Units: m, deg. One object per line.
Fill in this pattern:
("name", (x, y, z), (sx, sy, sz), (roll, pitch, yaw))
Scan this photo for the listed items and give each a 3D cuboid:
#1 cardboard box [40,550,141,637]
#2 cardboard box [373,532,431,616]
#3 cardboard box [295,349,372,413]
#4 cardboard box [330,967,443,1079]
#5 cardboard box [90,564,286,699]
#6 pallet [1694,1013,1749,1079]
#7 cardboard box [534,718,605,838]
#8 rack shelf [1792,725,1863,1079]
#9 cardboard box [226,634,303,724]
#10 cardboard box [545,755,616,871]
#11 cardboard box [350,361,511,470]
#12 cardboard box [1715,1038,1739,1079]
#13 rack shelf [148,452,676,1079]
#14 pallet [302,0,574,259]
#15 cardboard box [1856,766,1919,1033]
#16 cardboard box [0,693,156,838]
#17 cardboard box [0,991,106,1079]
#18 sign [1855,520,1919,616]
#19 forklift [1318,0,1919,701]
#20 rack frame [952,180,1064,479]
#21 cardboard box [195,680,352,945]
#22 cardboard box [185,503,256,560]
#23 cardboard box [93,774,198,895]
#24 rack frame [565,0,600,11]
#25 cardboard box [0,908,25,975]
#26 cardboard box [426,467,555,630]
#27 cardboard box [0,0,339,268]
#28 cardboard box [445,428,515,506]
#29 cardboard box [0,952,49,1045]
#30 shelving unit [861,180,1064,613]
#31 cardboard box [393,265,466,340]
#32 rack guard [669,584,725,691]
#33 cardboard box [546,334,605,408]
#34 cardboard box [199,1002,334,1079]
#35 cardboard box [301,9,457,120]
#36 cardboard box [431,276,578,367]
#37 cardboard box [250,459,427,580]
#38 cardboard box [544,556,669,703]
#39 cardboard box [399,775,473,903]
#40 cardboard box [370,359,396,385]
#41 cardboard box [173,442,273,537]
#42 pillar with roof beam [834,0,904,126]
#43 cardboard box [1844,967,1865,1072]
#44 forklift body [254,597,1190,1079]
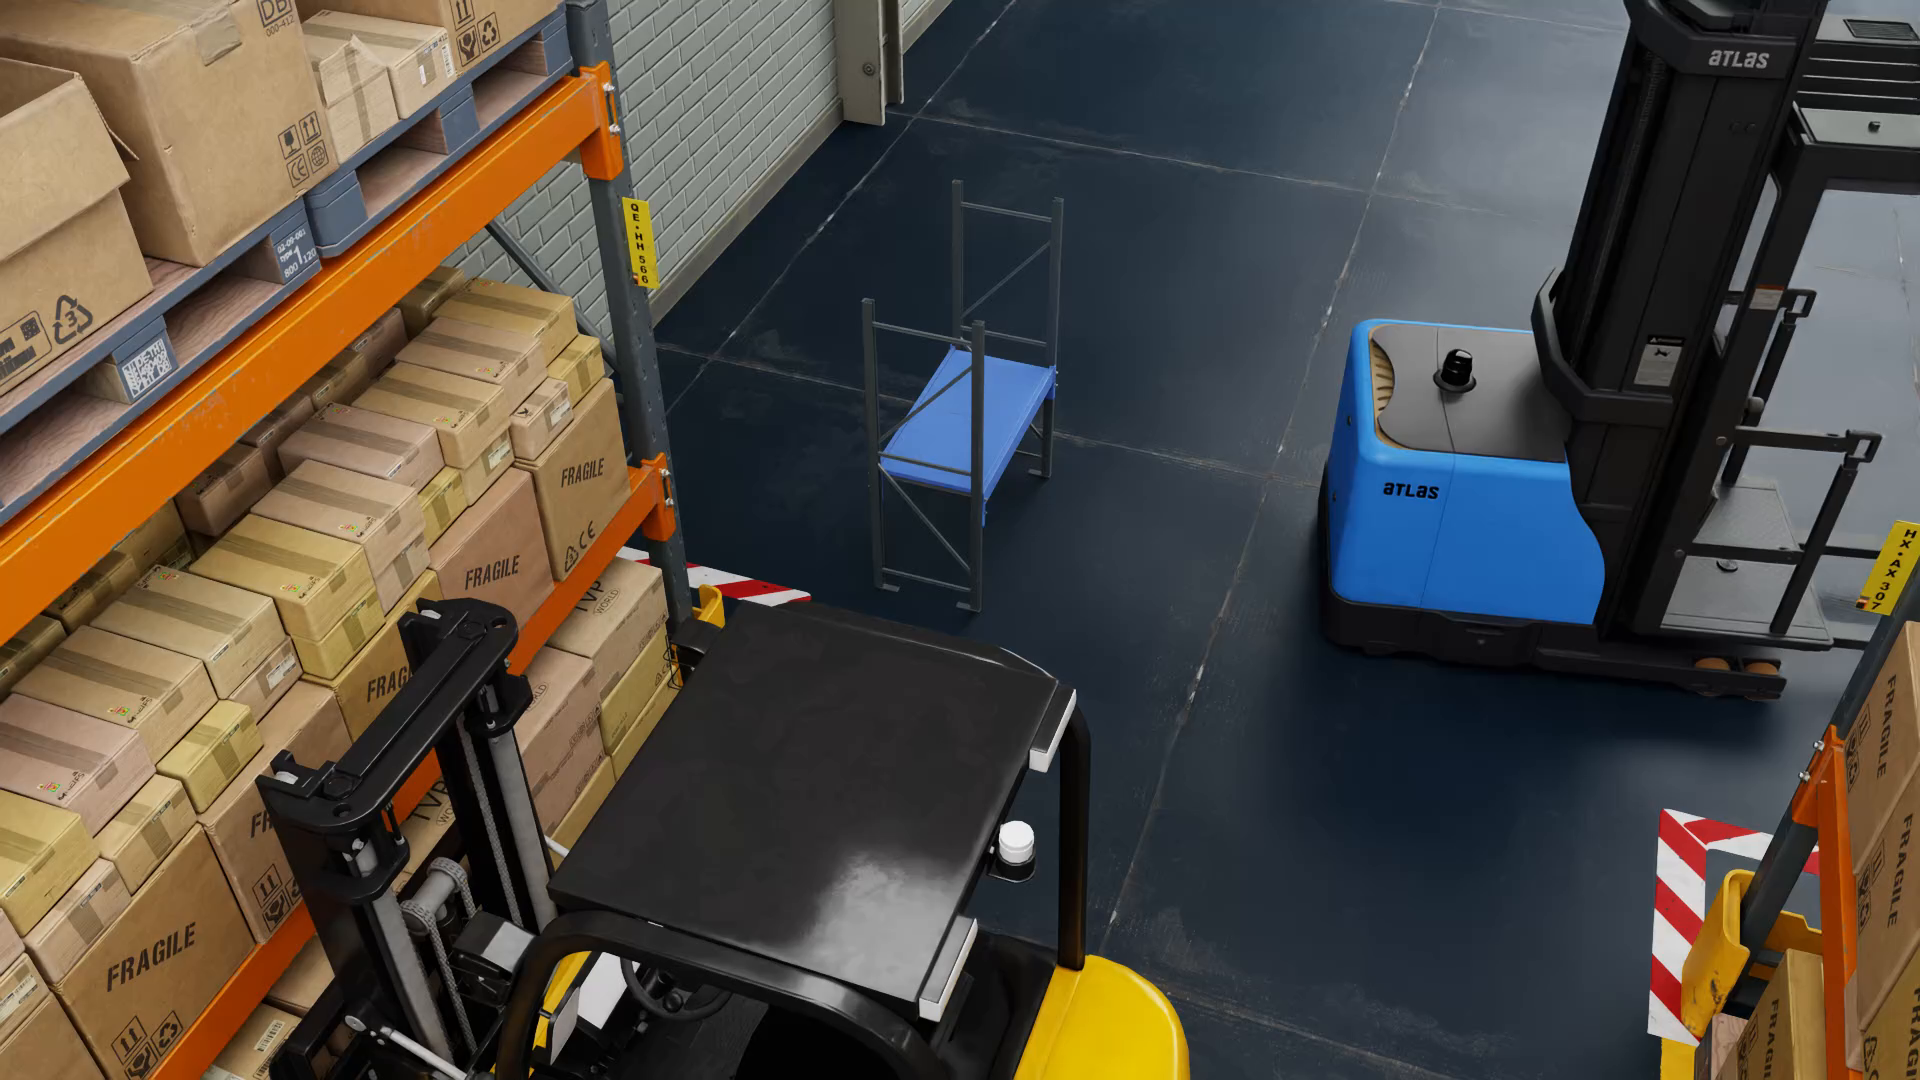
("cardboard box", (-2.425, 0.127, 4.438), (0.380, 0.149, 0.250), (13, 42, 15))
("cardboard box", (-1.757, 0.049, 4.759), (0.380, 0.149, 0.250), (12, 42, 14))
("cardboard box", (-2.068, -0.494, 5.165), (0.380, 0.149, 0.250), (14, 42, 16))
("cardboard box", (-1.939, 1.420, 5.138), (0.500, 0.250, 0.500), (13, 42, 15))
("cardboard box", (-1.997, 0.235, 4.311), (0.380, 0.149, 0.250), (14, 42, 16))
("pallet", (2.775, 2.125, 5.051), (1.003, 0.211, 1.213), (13, 42, 15))
("cardboard box", (-1.608, 0.796, 5.869), (0.500, 0.250, 0.500), (13, 42, 15))
("rack shelf", (2.428, 2.023, 3.575), (1.077, 0.370, 4.000), (13, 42, 15))
("cardboard box", (-1.995, 0.339, 4.418), (0.380, 0.149, 0.250), (13, 42, 15))
("cardboard box", (-1.597, 0.975, 6.045), (0.500, 0.250, 0.500), (13, 42, 15))
("cardboard box", (-1.597, -0.379, 5.031), (0.380, 0.149, 0.250), (14, 42, 16))
("cardboard box", (2.576, 1.847, 5.023), (0.500, 0.250, 0.500), (13, 42, 15))
("rack shelf", (-2.238, 0.924, 4.864), (1.077, 0.370, 4.000), (13, 42, 15))
("pallet", (-1.820, -1.251, 4.616), (1.003, 0.211, 1.213), (13, 42, 15))
("cardboard box", (2.515, 0.923, 4.005), (0.500, 0.500, 0.500), (15, 43, 16))
("cardboard box", (-2.168, 0.540, 3.953), (0.380, 0.149, 0.250), (13, 42, 15))
("cardboard box", (-2.362, 1.298, 3.794), (0.500, 0.500, 0.500), (14, 42, 16))
("sign", (2.602, 0.080, 4.631), (0.100, 0.325, 0.005), (13, 42, 15))
("forklift", (3.113, -0.815, 6.401), (3.031, 2.935, 1.130), (5, 41, 6))
("rack frame", (0.203, -0.933, 7.641), (0.500, 1.500, 0.032), (13, 42, 15))
("cardboard box", (-1.998, 0.687, 4.510), (0.500, 0.500, 0.500), (14, 42, 15))
("cardboard box", (-2.331, -0.101, 4.934), (0.380, 0.149, 0.250), (14, 42, 15))
("cardboard box", (-2.101, 0.675, 4.024), (0.380, 0.149, 0.250), (12, 42, 14))
("rack frame", (-1.554, -2.852, 4.113), (1.000, 3.000, 0.127), (13, 42, 15))
("cardboard box", (-2.266, 0.872, 3.564), (0.380, 0.149, 0.250), (14, 42, 16))
("cardboard box", (-1.662, 0.065, 5.239), (0.500, 0.500, 0.500), (15, 43, 16))
("cardboard box", (-1.920, -1.020, 3.799), (0.700, 0.500, 0.500), (14, 42, 15))
("cardboard box", (-1.615, -0.273, 5.136), (0.380, 0.149, 0.250), (14, 42, 16))
("cardboard box", (-2.261, 0.992, 3.653), (0.380, 0.149, 0.250), (14, 42, 16))
("shelving unit", (0.029, -0.623, 7.278), (0.538, 1.500, 1.048), (13, 42, 15))
("cardboard box", (-1.869, -0.810, 5.536), (0.380, 0.149, 0.250), (13, 42, 14))
("rack guard", (-1.546, 0.367, 6.888), (1.175, 0.500, 0.348), (13, 42, 15))
("cardboard box", (-1.409, -0.581, 5.496), (0.380, 0.149, 0.250), (14, 42, 16))
("cardboard box", (-2.118, 1.535, 4.618), (0.500, 0.250, 0.500), (15, 43, 17))
("cardboard box", (-1.552, -1.240, 4.328), (0.380, 0.149, 0.250), (12, 42, 14))
("cardboard box", (-1.478, -0.702, 5.410), (0.380, 0.149, 0.250), (13, 42, 15))
("cardboard box", (-1.737, -0.060, 4.657), (0.380, 0.149, 0.250), (14, 43, 16))
("cardboard box", (-1.418, 0.287, 6.081), (0.500, 0.250, 0.500), (15, 43, 17))
("cardboard box", (-1.751, 0.909, 5.351), (0.500, 0.250, 0.500), (14, 42, 16))
("cardboard box", (-1.938, -0.540, 5.449), (0.380, 0.149, 0.250), (13, 42, 15))
("cardboard box", (-2.233, -0.180, 4.797), (0.380, 0.149, 0.250), (15, 43, 16))
("pillar with roof beam", (3.458, -5.331, 7.019), (9.100, 9.000, 0.400), (13, 42, 15))
("cardboard box", (2.431, 1.232, 4.142), (0.380, 0.149, 0.250), (14, 42, 16))
("forklift body", (-0.488, 1.315, 4.505), (2.313, 2.155, 1.214), (13, 42, 15))
